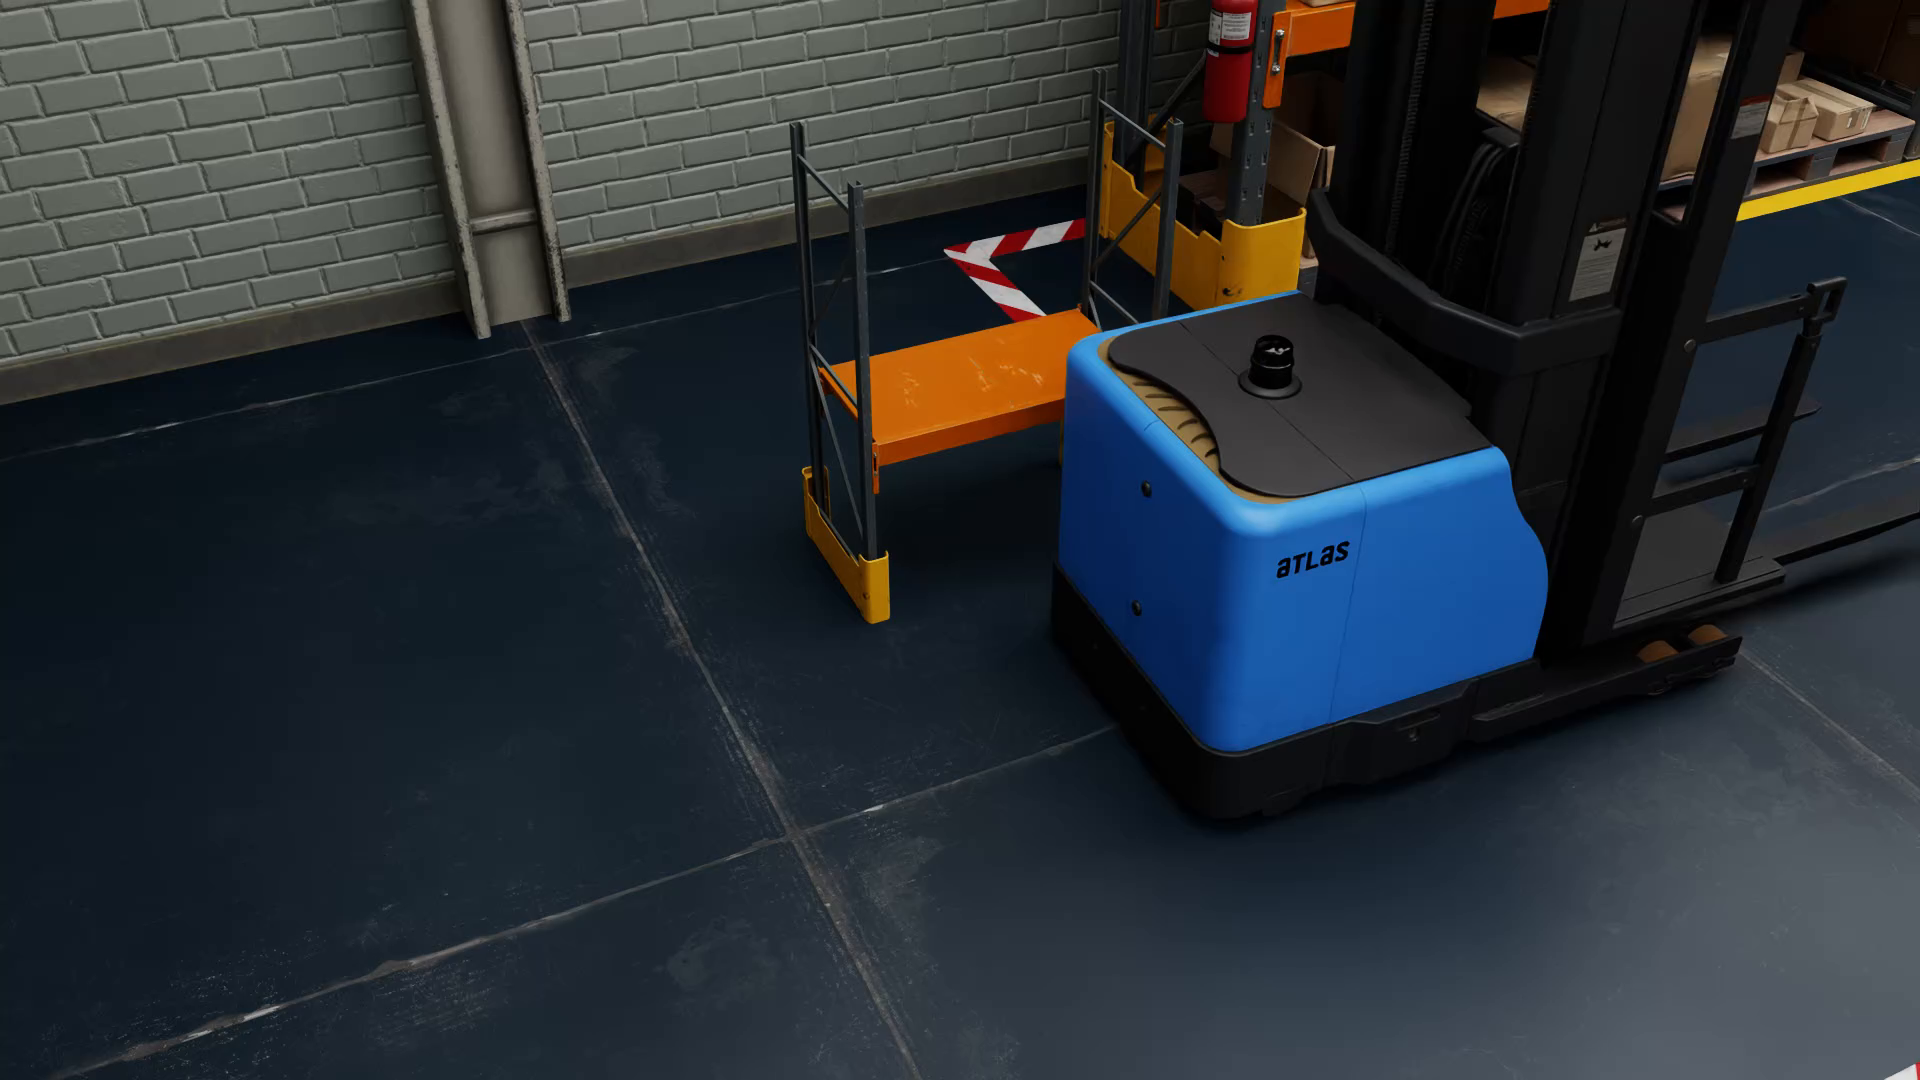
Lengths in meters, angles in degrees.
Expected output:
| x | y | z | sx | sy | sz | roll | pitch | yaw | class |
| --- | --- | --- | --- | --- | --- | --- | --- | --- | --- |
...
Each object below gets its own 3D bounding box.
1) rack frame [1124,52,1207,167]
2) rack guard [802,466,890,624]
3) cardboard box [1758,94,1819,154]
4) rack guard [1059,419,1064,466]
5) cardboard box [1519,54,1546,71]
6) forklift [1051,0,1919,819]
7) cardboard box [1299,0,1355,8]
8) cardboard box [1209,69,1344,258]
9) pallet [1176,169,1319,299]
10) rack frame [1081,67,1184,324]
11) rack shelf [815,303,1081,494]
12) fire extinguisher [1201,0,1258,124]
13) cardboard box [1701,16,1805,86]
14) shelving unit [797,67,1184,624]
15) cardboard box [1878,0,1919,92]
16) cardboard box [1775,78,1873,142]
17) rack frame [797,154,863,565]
| x | y | z | sx | sy | sz | roll | pitch | yaw | class |
| --- | --- | --- | --- | --- | --- | --- | --- | --- | --- |
| 0.947 | -2.361 | 6.415 | 0.053 | 2.616 | 0.949 | -16 | 39 | -20 | rack frame |
| -0.382 | 0.006 | 5.532 | 0.087 | 0.250 | 0.587 | -16 | 39 | -20 | rack guard |
| 3.864 | -2.056 | 7.946 | 0.258 | 0.266 | 0.396 | -14 | 39 | -18 | cardboard box |
| 0.520 | -0.246 | 5.871 | 0.087 | 0.250 | 0.587 | -16 | 39 | -20 | rack guard |
| 2.851 | -1.906 | 7.548 | 0.500 | 0.500 | 0.500 | -15 | 39 | -19 | cardboard box |
| 1.853 | -0.975 | 4.605 | 3.031 | 2.935 | 1.130 | -15 | 39 | -19 | forklift |
| 1.360 | -2.197 | 6.405 | 0.250 | 0.149 | 0.380 | -16 | 39 | -20 | cardboard box |
| 1.539 | -1.632 | 7.175 | 0.637 | 0.503 | 0.797 | -17 | 40 | -22 | cardboard box |
| 1.736 | -1.464 | 7.547 | 1.213 | 0.211 | 1.003 | -16 | 39 | -20 | pallet |
| 0.537 | -0.753 | 5.506 | 0.032 | 1.500 | 0.500 | -16 | 39 | -20 | rack frame |
| 0.077 | -0.480 | 5.439 | 1.000 | 0.185 | 0.538 | -16 | 39 | -20 | rack shelf |
| 1.009 | -1.895 | 6.165 | 0.183 | 0.674 | 0.296 | -16 | 39 | -20 | fire extinguisher |
| 3.868 | -2.424 | 8.404 | 0.500 | 0.311 | 0.500 | -14 | 39 | -18 | cardboard box |
| 0.069 | -0.622 | 5.329 | 1.083 | 1.500 | 0.587 | -16 | 39 | -20 | shelving unit |
| 5.100 | -2.541 | 8.403 | 0.500 | 0.500 | 0.500 | -14 | 39 | -18 | cardboard box |
| 4.187 | -2.099 | 8.103 | 0.250 | 0.149 | 0.380 | -17 | 40 | -21 | cardboard box |
| -0.384 | -0.496 | 5.160 | 0.013 | 1.308 | 0.475 | -16 | 39 | -20 | rack frame |
